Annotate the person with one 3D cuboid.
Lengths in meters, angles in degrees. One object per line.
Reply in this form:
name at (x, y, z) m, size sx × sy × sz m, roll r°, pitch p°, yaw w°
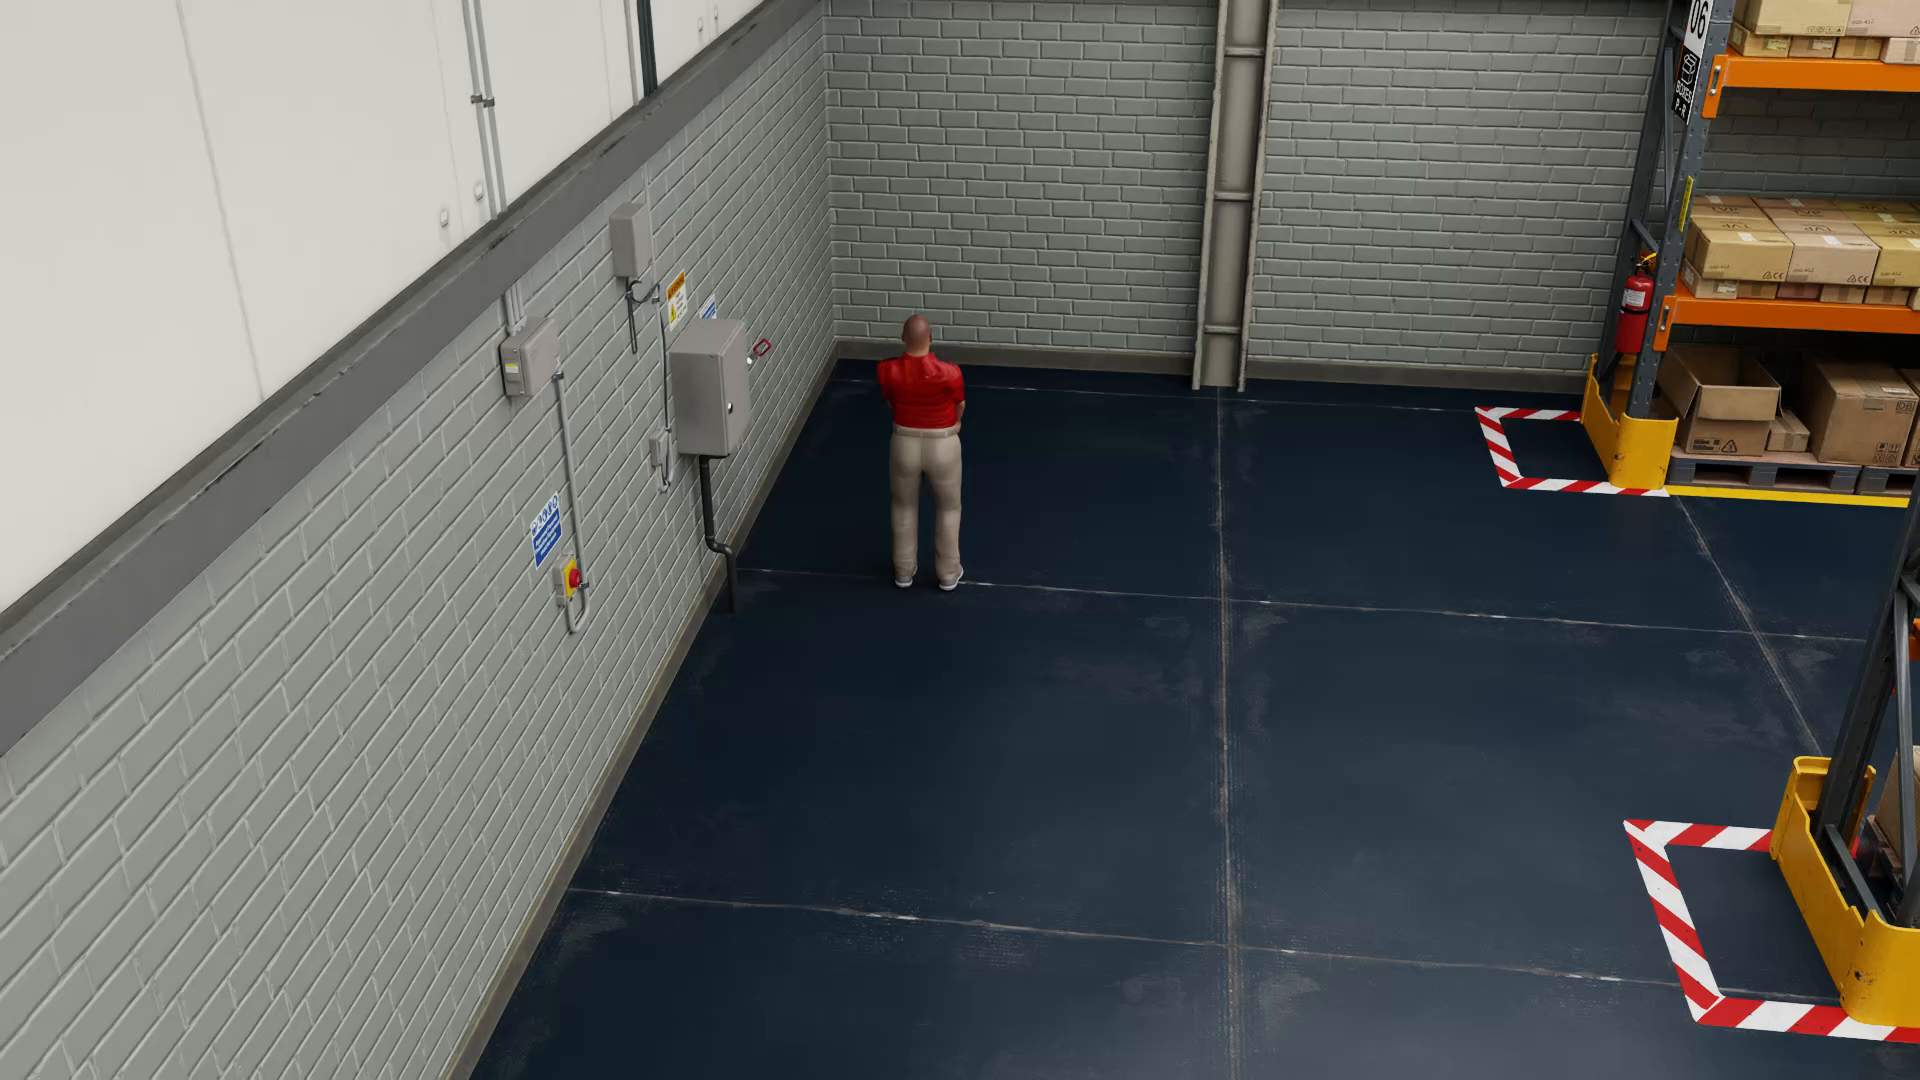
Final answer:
person at (-0.205, -0.553, 9.684) m, size 0.494 × 1.713 × 0.531 m, roll 4°, pitch 28°, yaw 7°
